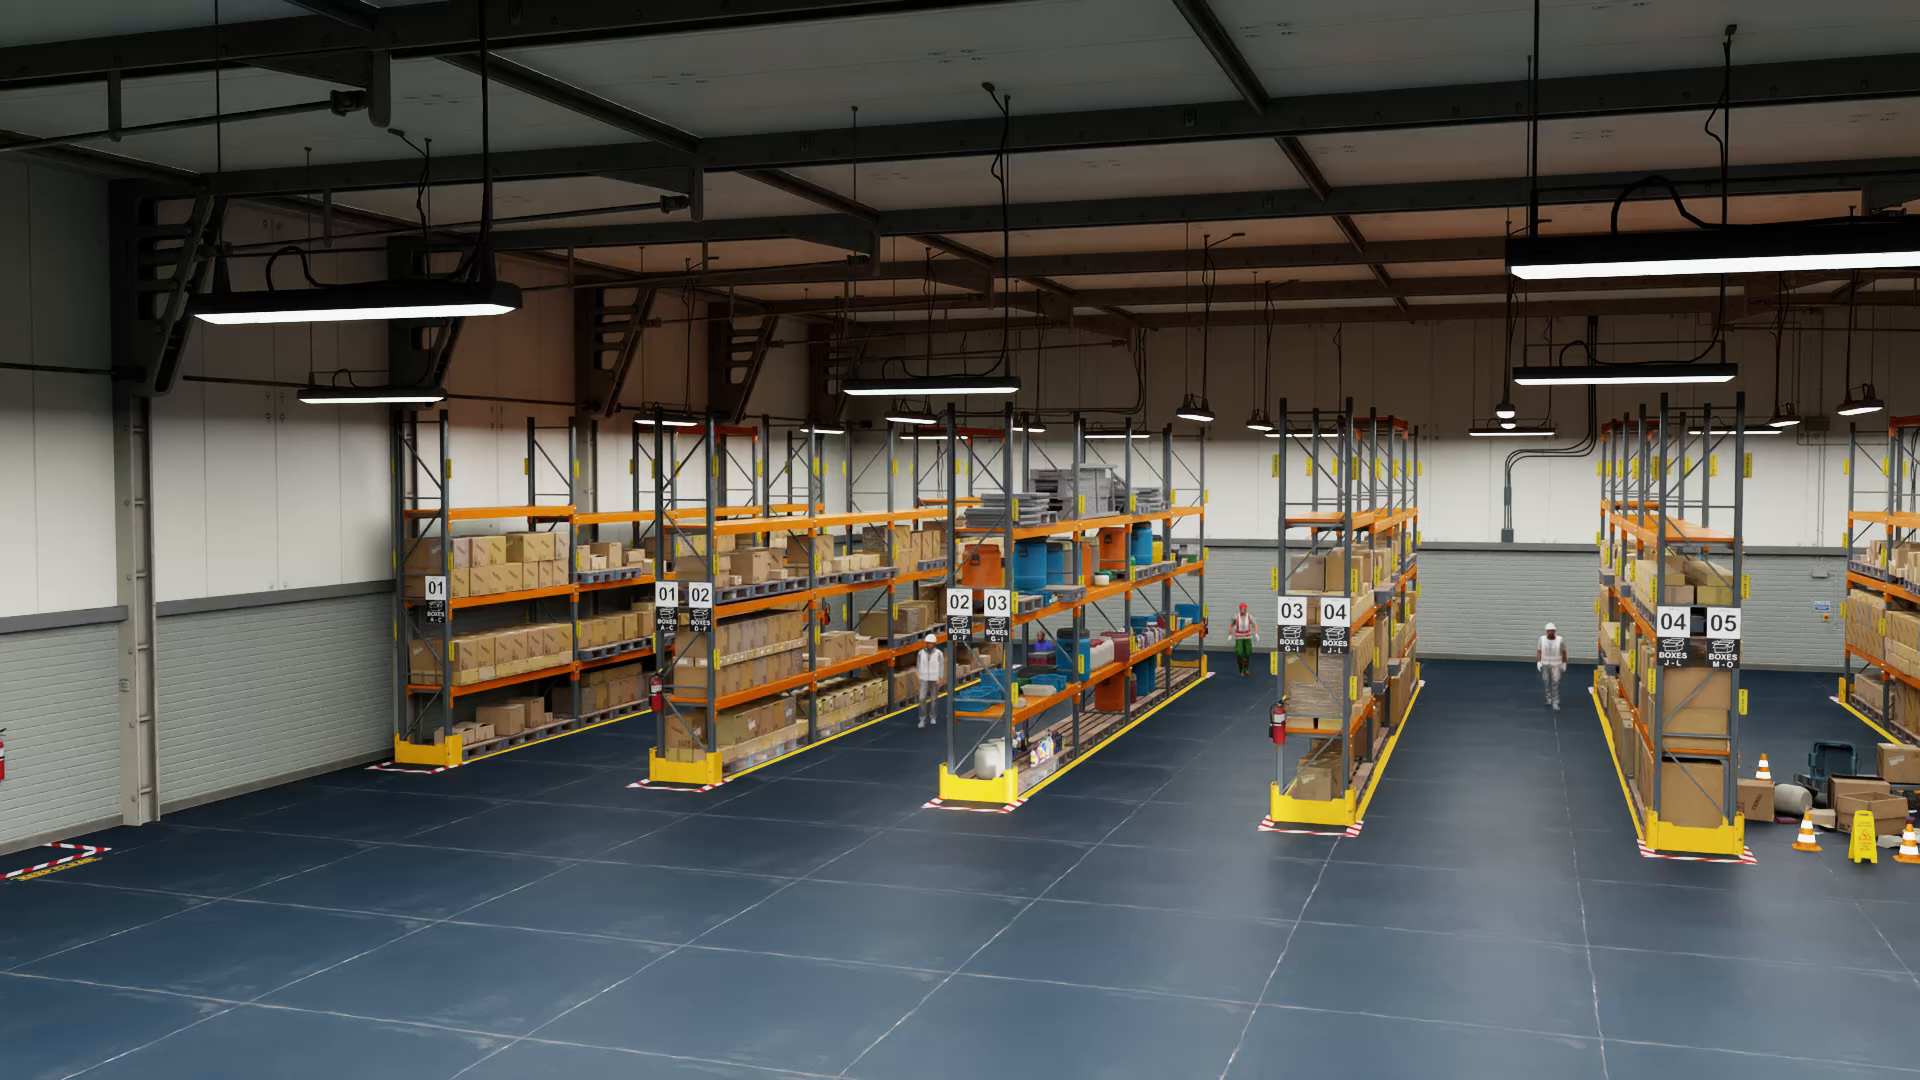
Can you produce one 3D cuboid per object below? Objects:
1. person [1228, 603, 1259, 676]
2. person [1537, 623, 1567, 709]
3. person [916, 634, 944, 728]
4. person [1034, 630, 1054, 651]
[{"bbox_3d":[6.850,2.431,40.247,0.714,1.840,0.547,0,2,0],"label":"person"},{"bbox_3d":[12.353,2.610,34.783,0.570,1.743,0.901,2,3,32],"label":"person"},{"bbox_3d":[-0.588,2.729,32.402,0.559,1.791,0.585,0,2,5],"label":"person"},{"bbox_3d":[1.816,2.699,35.017,0.507,1.622,0.578,2,3,32],"label":"person"}]
